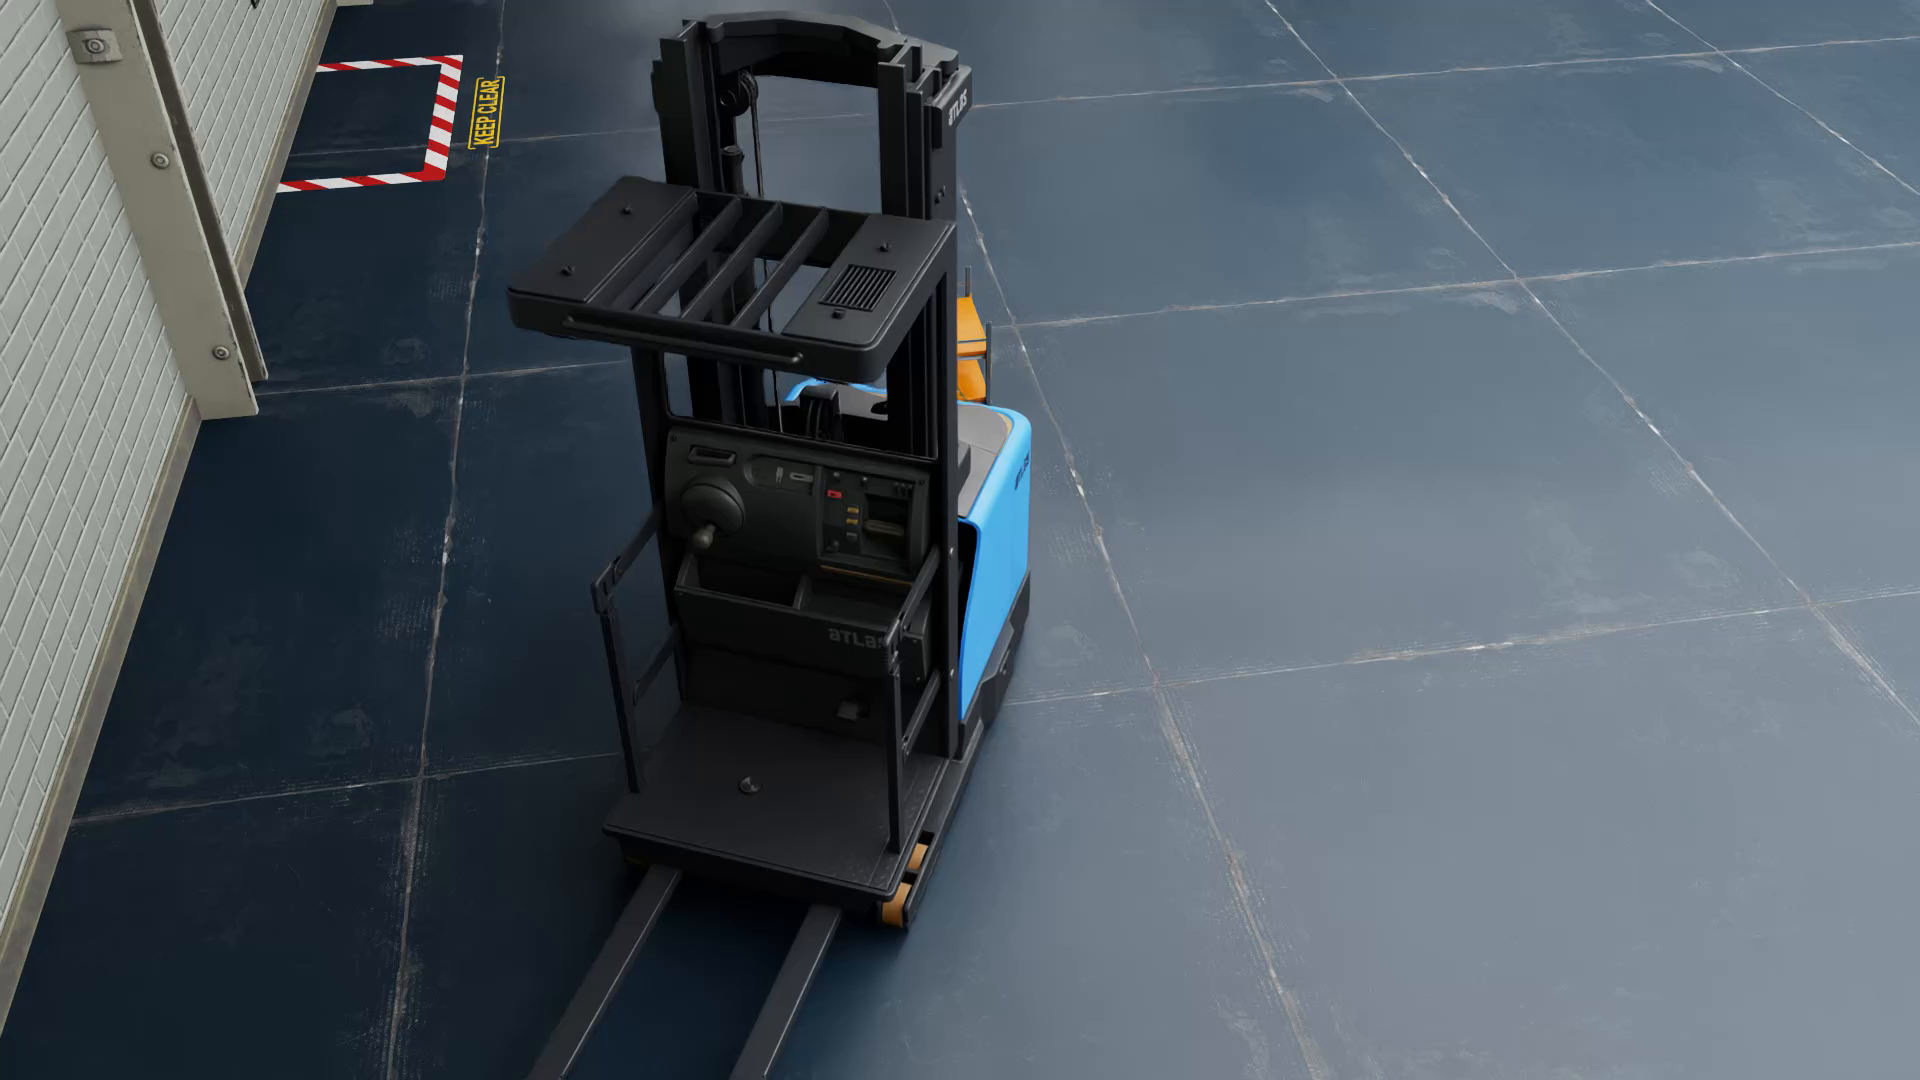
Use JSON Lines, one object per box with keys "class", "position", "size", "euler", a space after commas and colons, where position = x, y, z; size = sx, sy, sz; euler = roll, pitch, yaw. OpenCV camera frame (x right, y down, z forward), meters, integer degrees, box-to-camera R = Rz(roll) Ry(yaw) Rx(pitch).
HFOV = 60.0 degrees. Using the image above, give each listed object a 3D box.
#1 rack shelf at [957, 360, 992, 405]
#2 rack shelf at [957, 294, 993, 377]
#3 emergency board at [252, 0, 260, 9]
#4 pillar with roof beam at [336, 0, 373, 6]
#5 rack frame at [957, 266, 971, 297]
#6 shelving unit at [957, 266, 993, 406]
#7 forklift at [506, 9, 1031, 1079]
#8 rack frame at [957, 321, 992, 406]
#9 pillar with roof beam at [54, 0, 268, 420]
{"class": "rack shelf", "position": [-0.029, -0.697, 7.415], "size": [0.258, 0.148, 0.480], "euler": [-6, 38, -8]}
{"class": "rack shelf", "position": [-0.029, -0.884, 7.270], "size": [0.258, 0.148, 0.480], "euler": [-6, 38, -8]}
{"class": "emergency board", "position": [-4.487, -4.054, 10.523], "size": [0.157, 1.169, 0.626], "euler": [-6, 38, -8]}
{"class": "pillar with roof beam", "position": [-0.628, -8.390, 11.215], "size": [9.100, 9.000, 0.400], "euler": [-6, 38, -8]}
{"class": "rack frame", "position": [-0.072, -0.721, 7.700], "size": [0.240, 1.200, 0.015], "euler": [-6, 38, -8]}
{"class": "shelving unit", "position": [-0.029, -0.574, 7.511], "size": [0.258, 1.200, 0.503], "euler": [-6, 38, -8]}
{"class": "forklift", "position": [-0.614, -0.045, 5.419], "size": [1.130, 2.935, 3.031], "euler": [11, 39, 13]}
{"class": "rack frame", "position": [0.014, -0.426, 7.321], "size": [0.240, 1.200, 0.015], "euler": [-6, 38, -8]}
{"class": "pillar with roof beam", "position": [0.424, -4.766, 6.550], "size": [9.100, 9.000, 0.400], "euler": [-6, 38, -8]}
